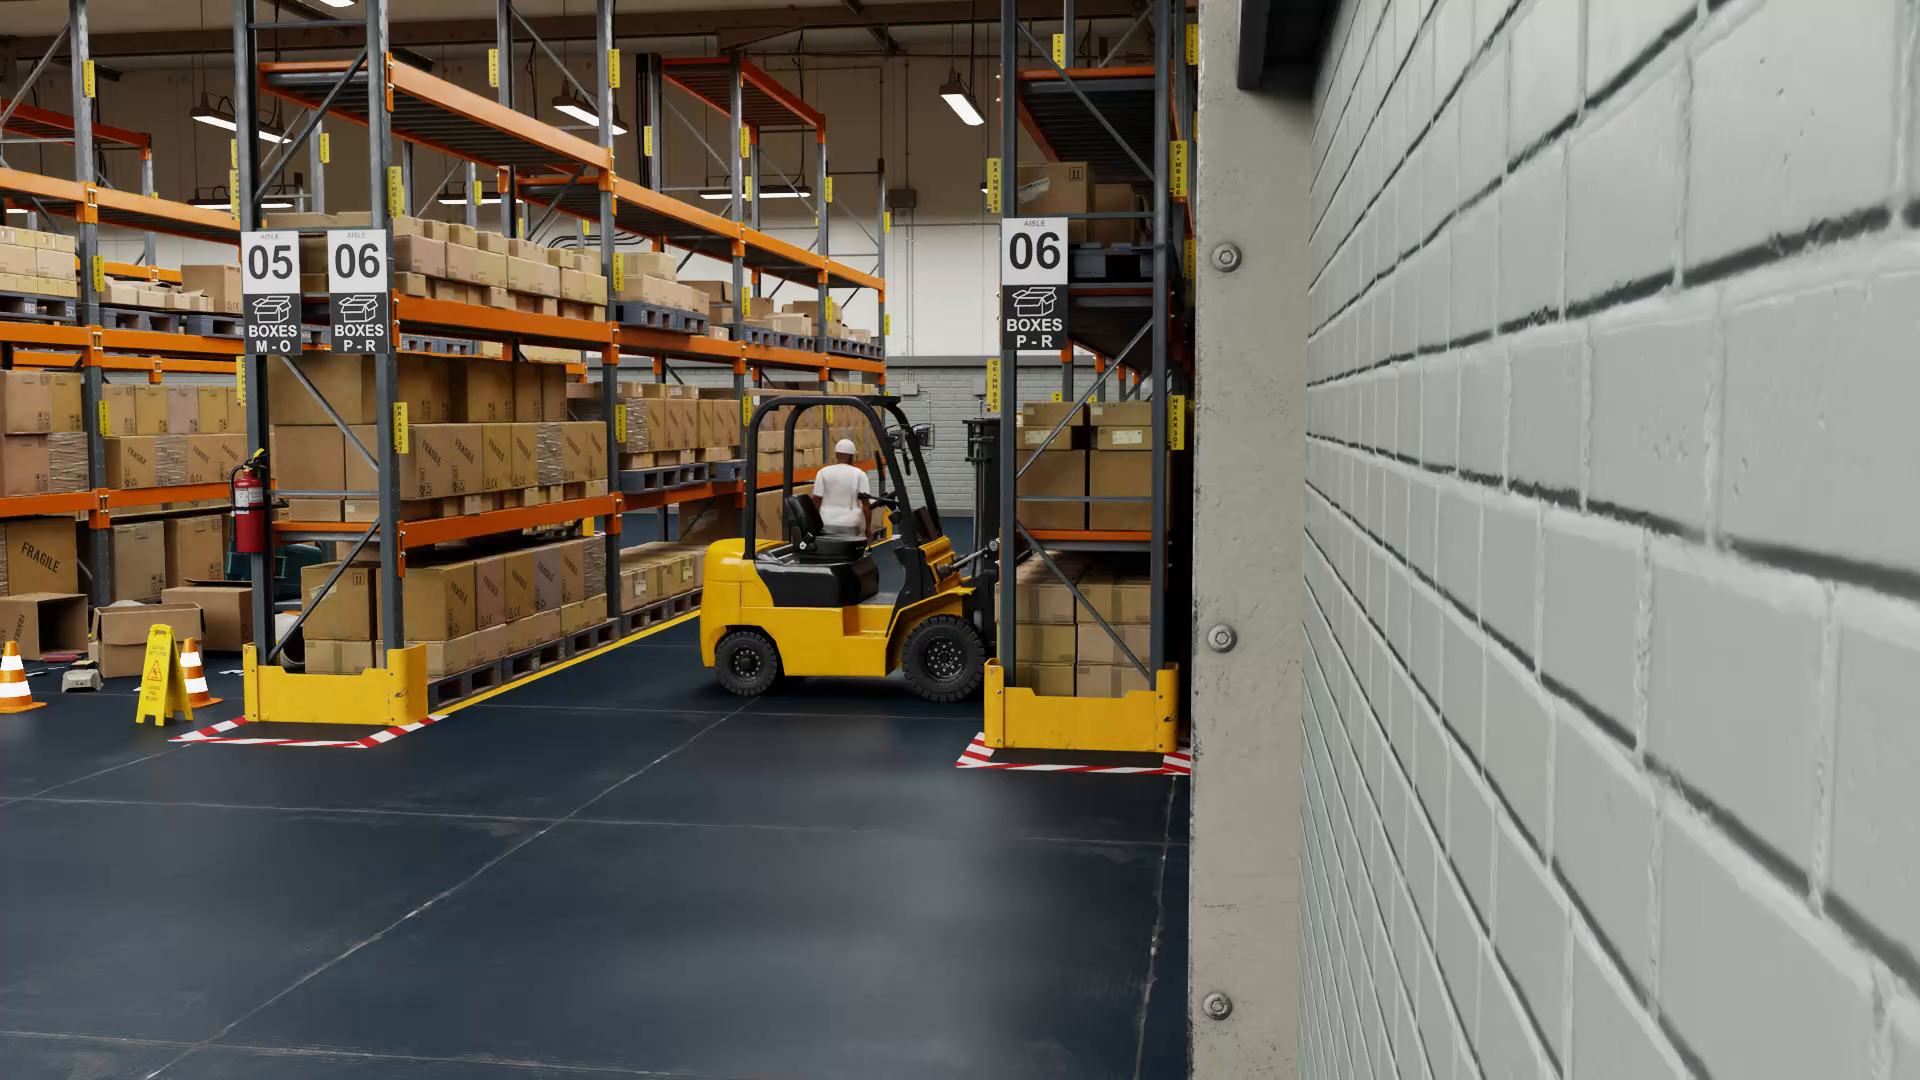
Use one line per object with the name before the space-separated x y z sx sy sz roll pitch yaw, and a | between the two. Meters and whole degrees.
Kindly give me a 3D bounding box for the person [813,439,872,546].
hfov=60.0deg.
person | -1.188 -0.130 16.743 0.608 1.759 0.611 0 4 -3
